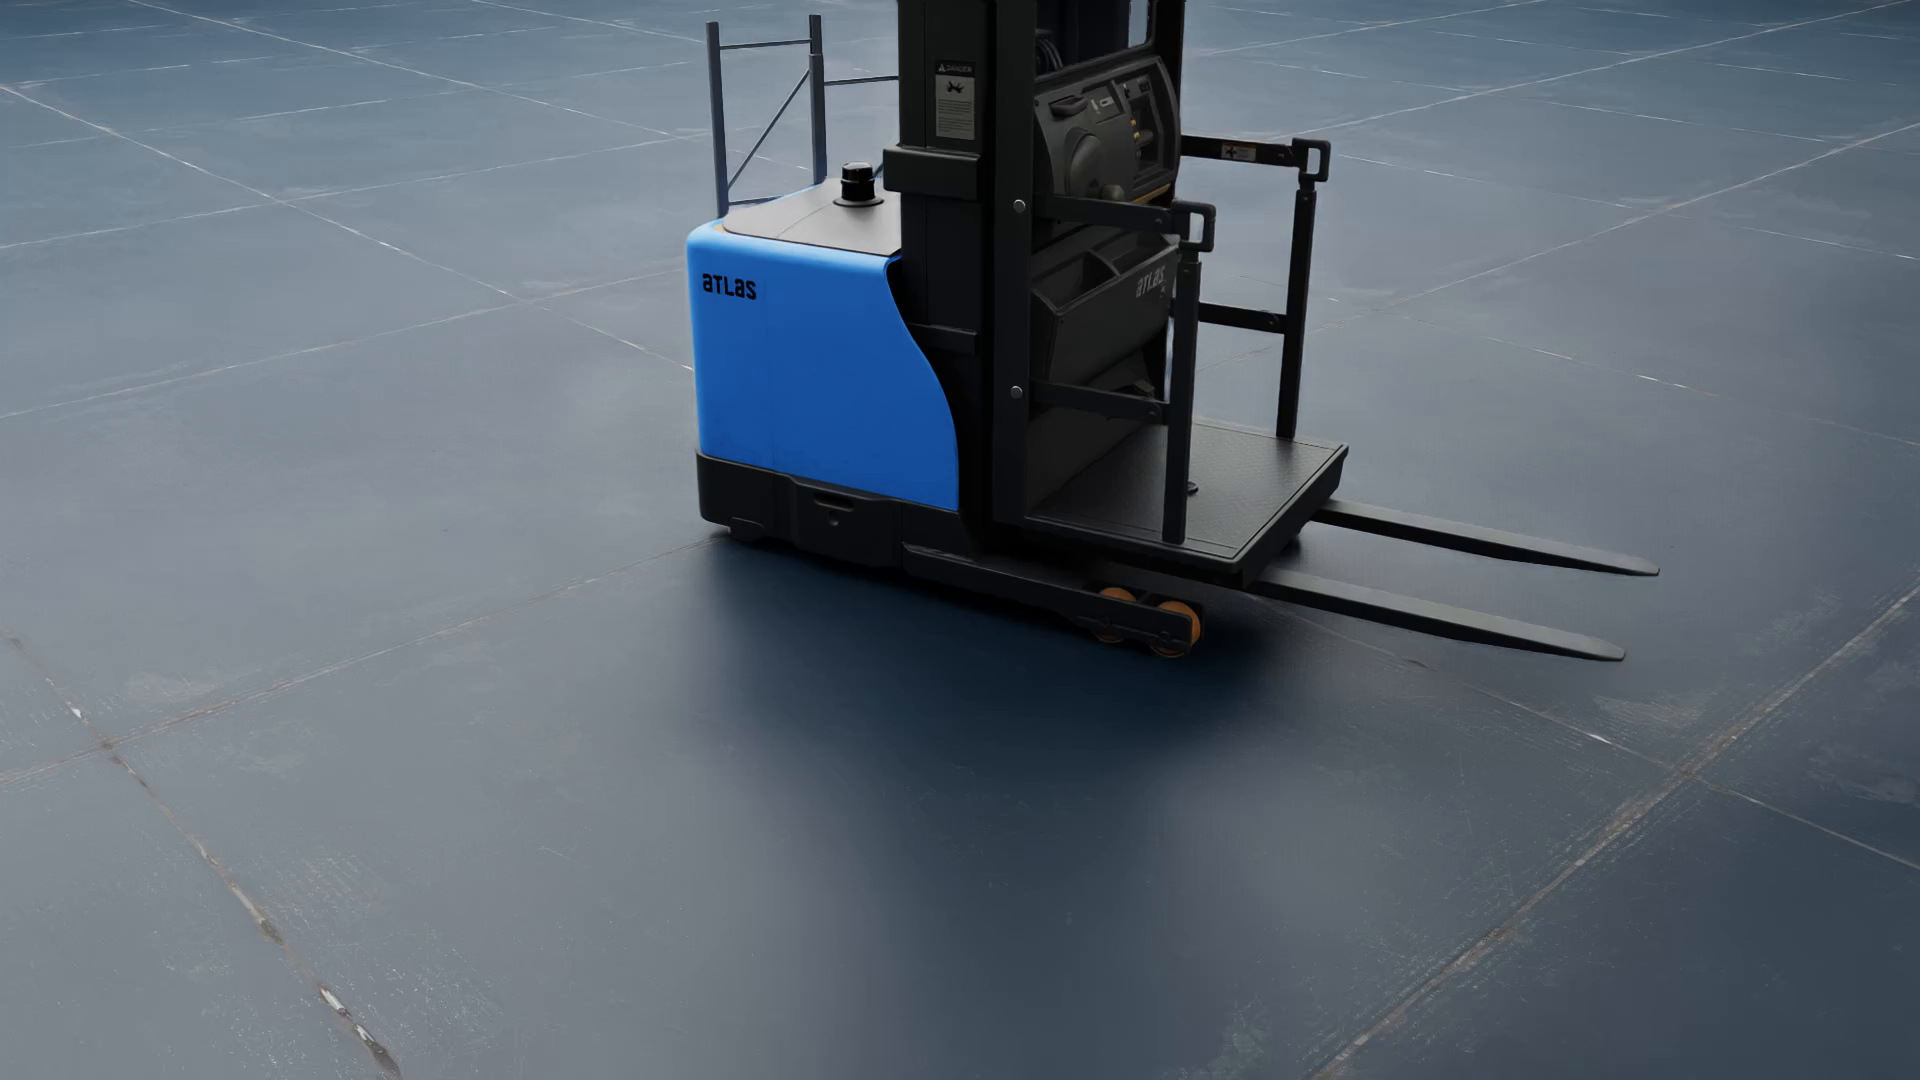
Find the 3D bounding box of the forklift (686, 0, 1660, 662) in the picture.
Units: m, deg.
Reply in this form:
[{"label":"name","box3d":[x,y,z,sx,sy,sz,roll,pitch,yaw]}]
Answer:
[{"label":"forklift","box3d":[0.634,-1.233,4.920,3.031,2.935,1.130,13,28,26]}]

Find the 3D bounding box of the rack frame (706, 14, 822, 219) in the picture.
[{"label":"rack frame","box3d":[-0.806,-1.466,7.157,0.500,1.500,0.032,-13,28,-26]}]

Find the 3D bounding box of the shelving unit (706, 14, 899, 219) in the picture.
[{"label":"shelving unit","box3d":[-0.560,-1.281,6.752,0.538,1.500,1.048,-13,28,-26]}]

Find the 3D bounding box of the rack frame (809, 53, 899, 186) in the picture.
[{"label":"rack frame","box3d":[-0.314,-1.097,6.347,0.500,1.500,0.032,-13,28,-26]}]
